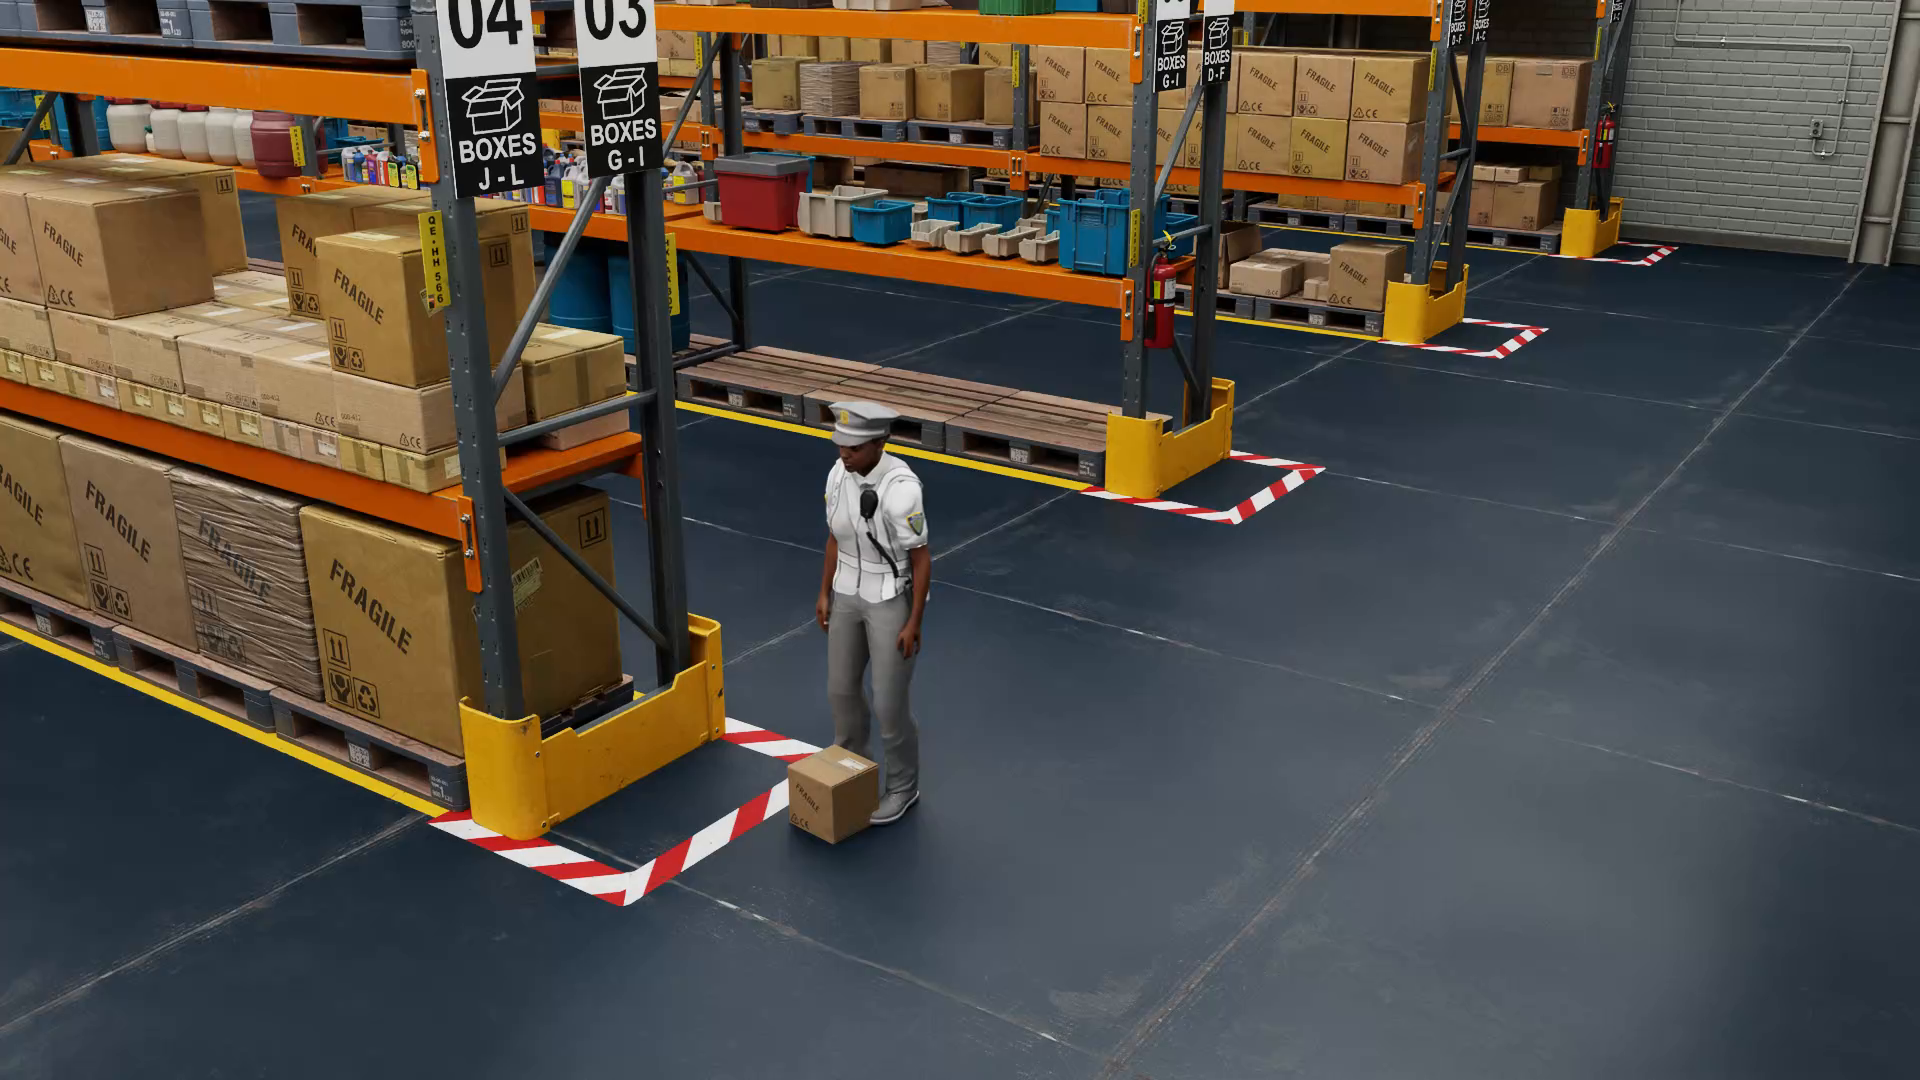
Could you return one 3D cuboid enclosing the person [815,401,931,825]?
[{"bbox_3d":[-0.340,0.256,6.361,0.530,1.663,0.391,15,25,36],"label":"person"}]
